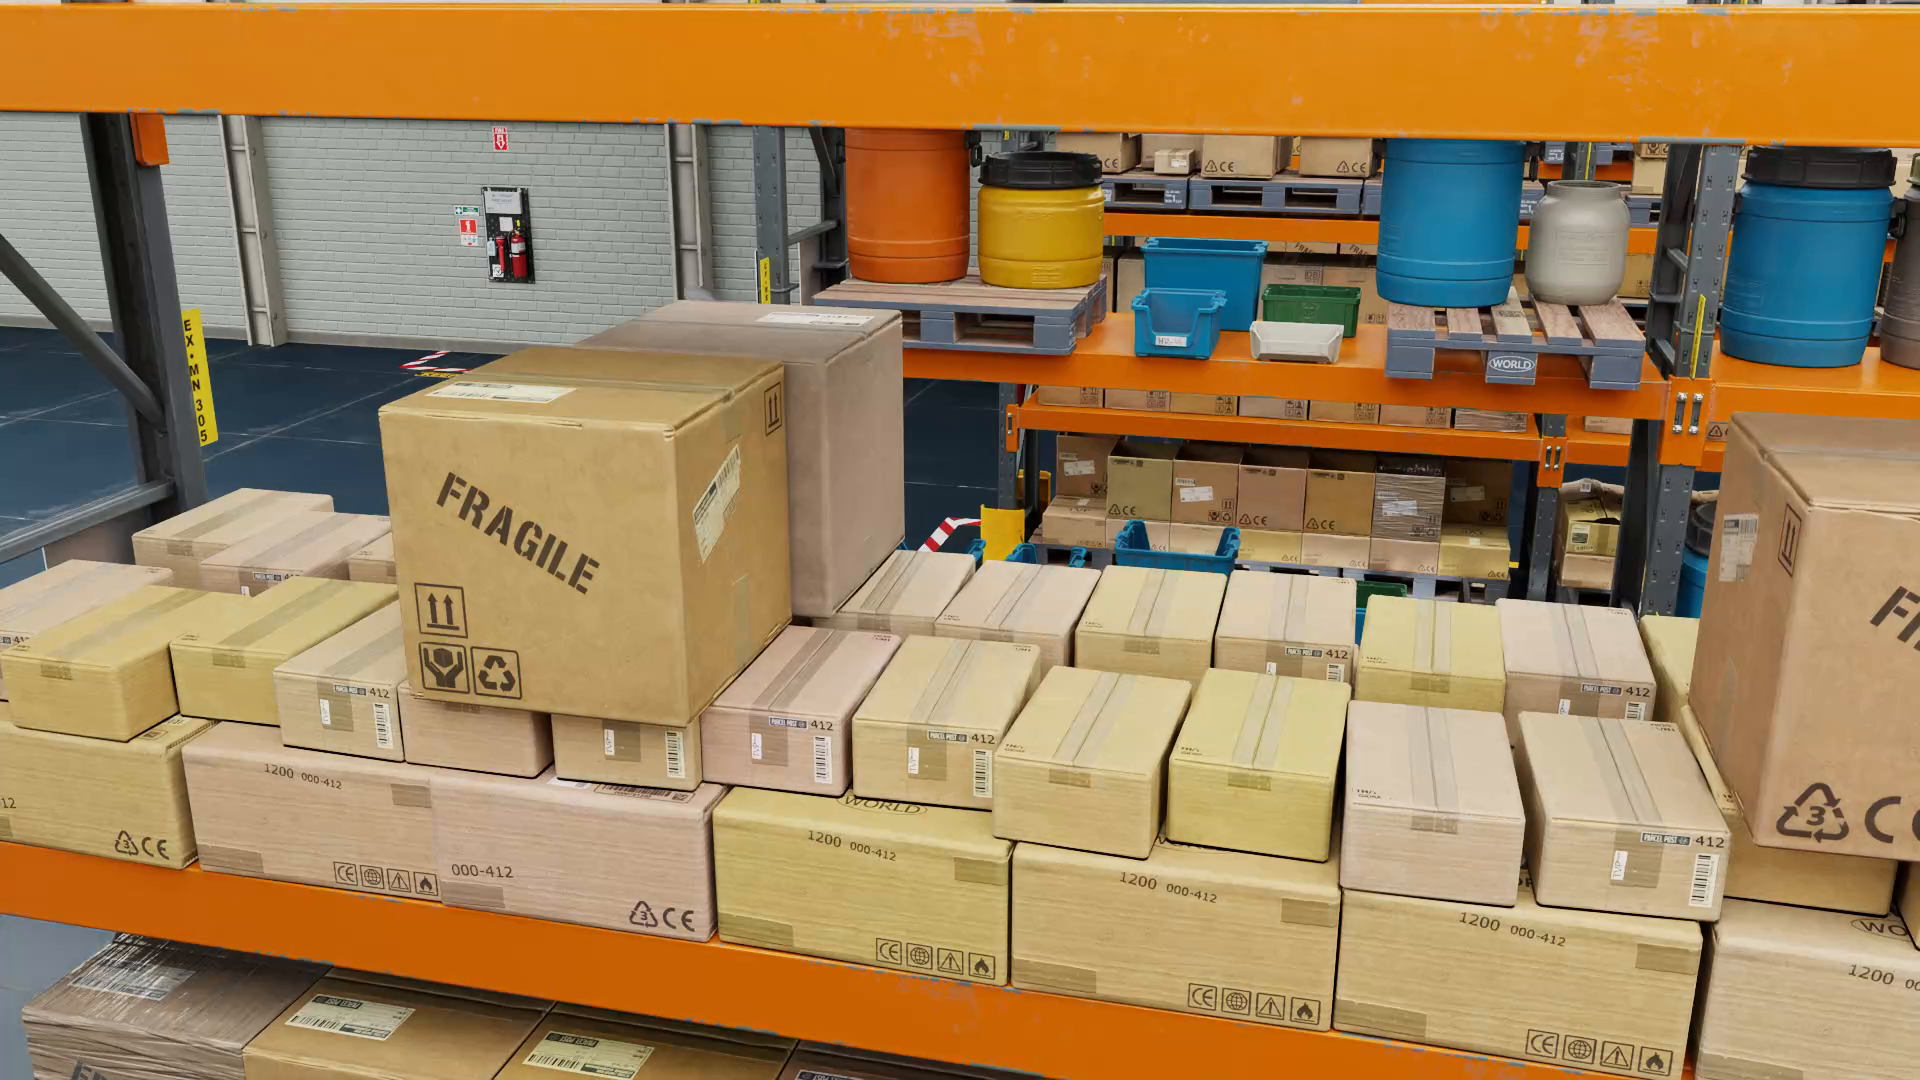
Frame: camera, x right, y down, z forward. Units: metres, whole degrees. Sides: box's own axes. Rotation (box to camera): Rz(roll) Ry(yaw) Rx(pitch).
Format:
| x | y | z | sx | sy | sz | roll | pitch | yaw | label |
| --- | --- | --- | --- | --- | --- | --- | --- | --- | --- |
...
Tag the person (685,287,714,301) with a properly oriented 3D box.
| x | y | z | sx | sy | sz | roll | pitch | yaw | label |
| --- | --- | --- | --- | --- | --- | --- | --- | --- | --- |
| -2.413 | -1.473 | 15.435 | 0.579 | 1.770 | 0.614 | -10 | 21 | -29 | person |
